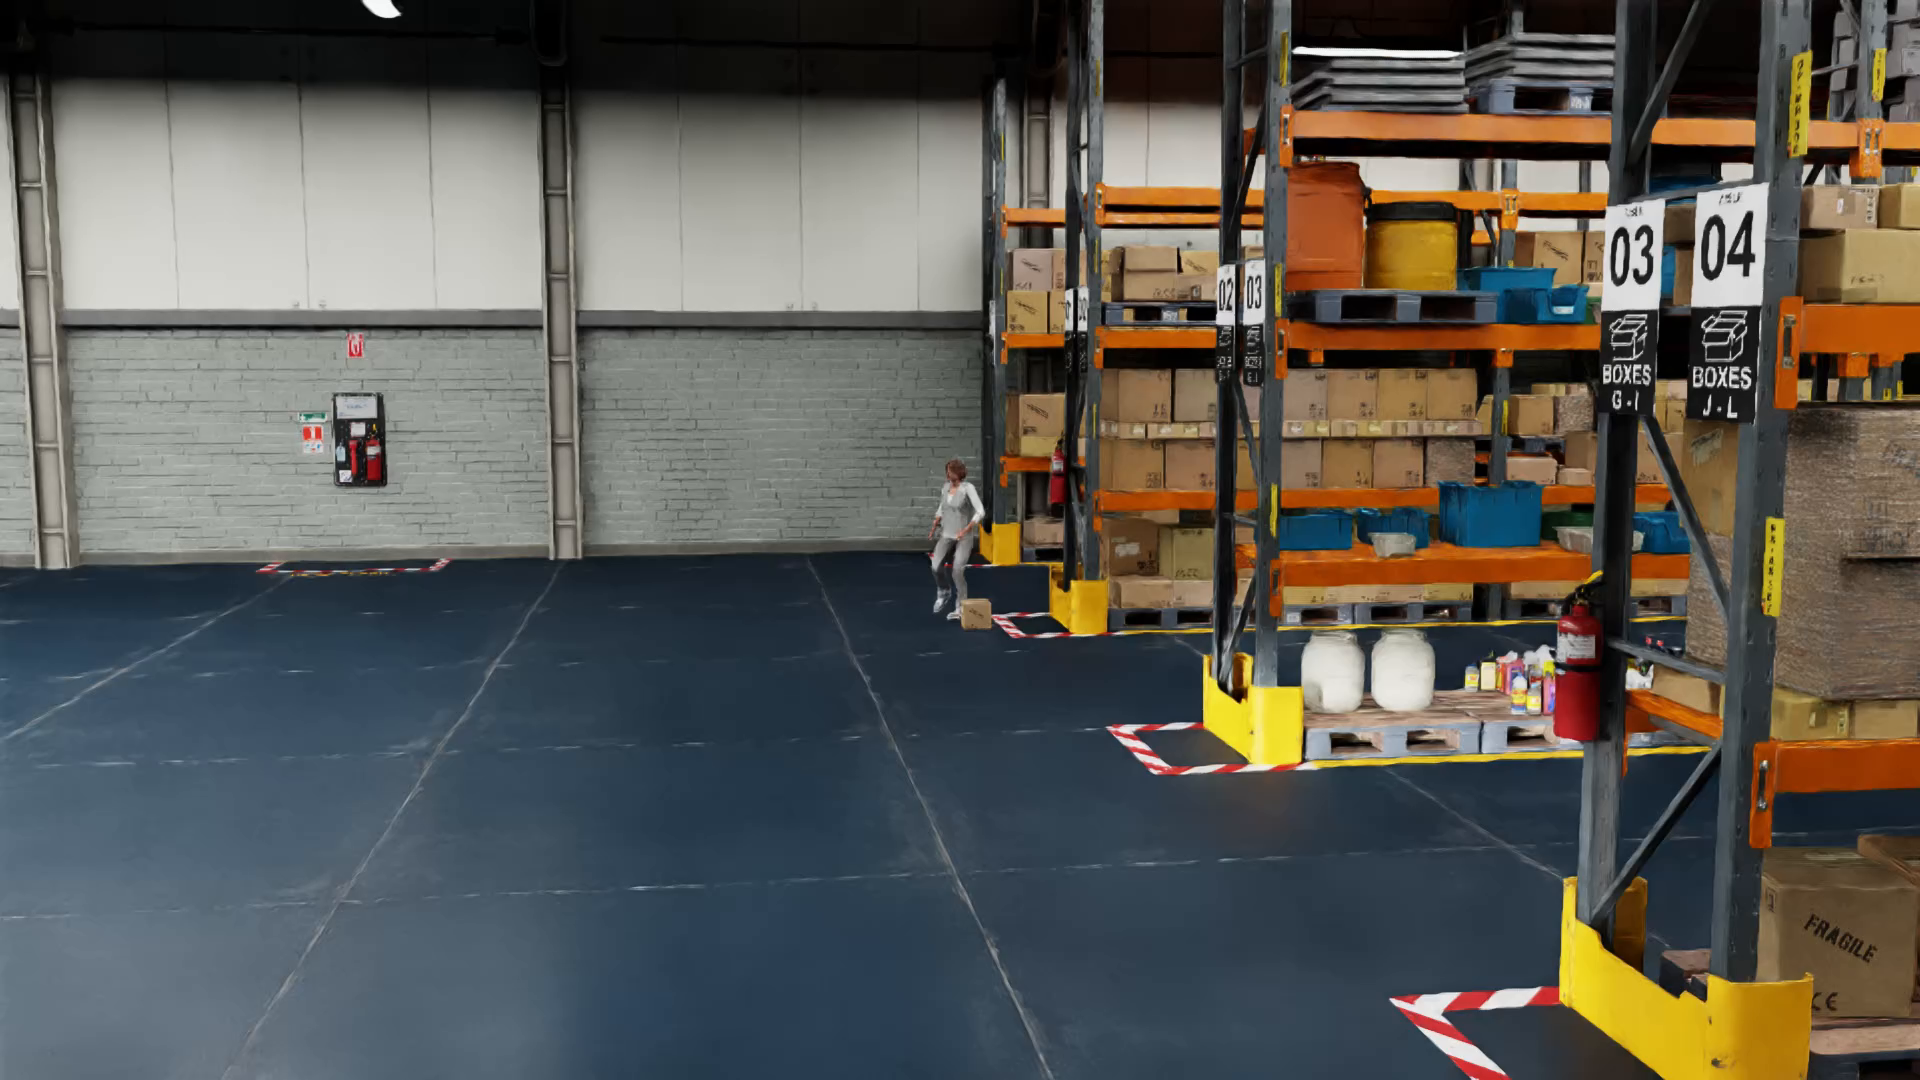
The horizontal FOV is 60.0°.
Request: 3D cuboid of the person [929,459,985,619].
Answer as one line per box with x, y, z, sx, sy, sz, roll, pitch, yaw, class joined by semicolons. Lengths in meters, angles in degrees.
-0.038;-0.006;16.226;0.579;1.568;0.442;3;8;27;person
